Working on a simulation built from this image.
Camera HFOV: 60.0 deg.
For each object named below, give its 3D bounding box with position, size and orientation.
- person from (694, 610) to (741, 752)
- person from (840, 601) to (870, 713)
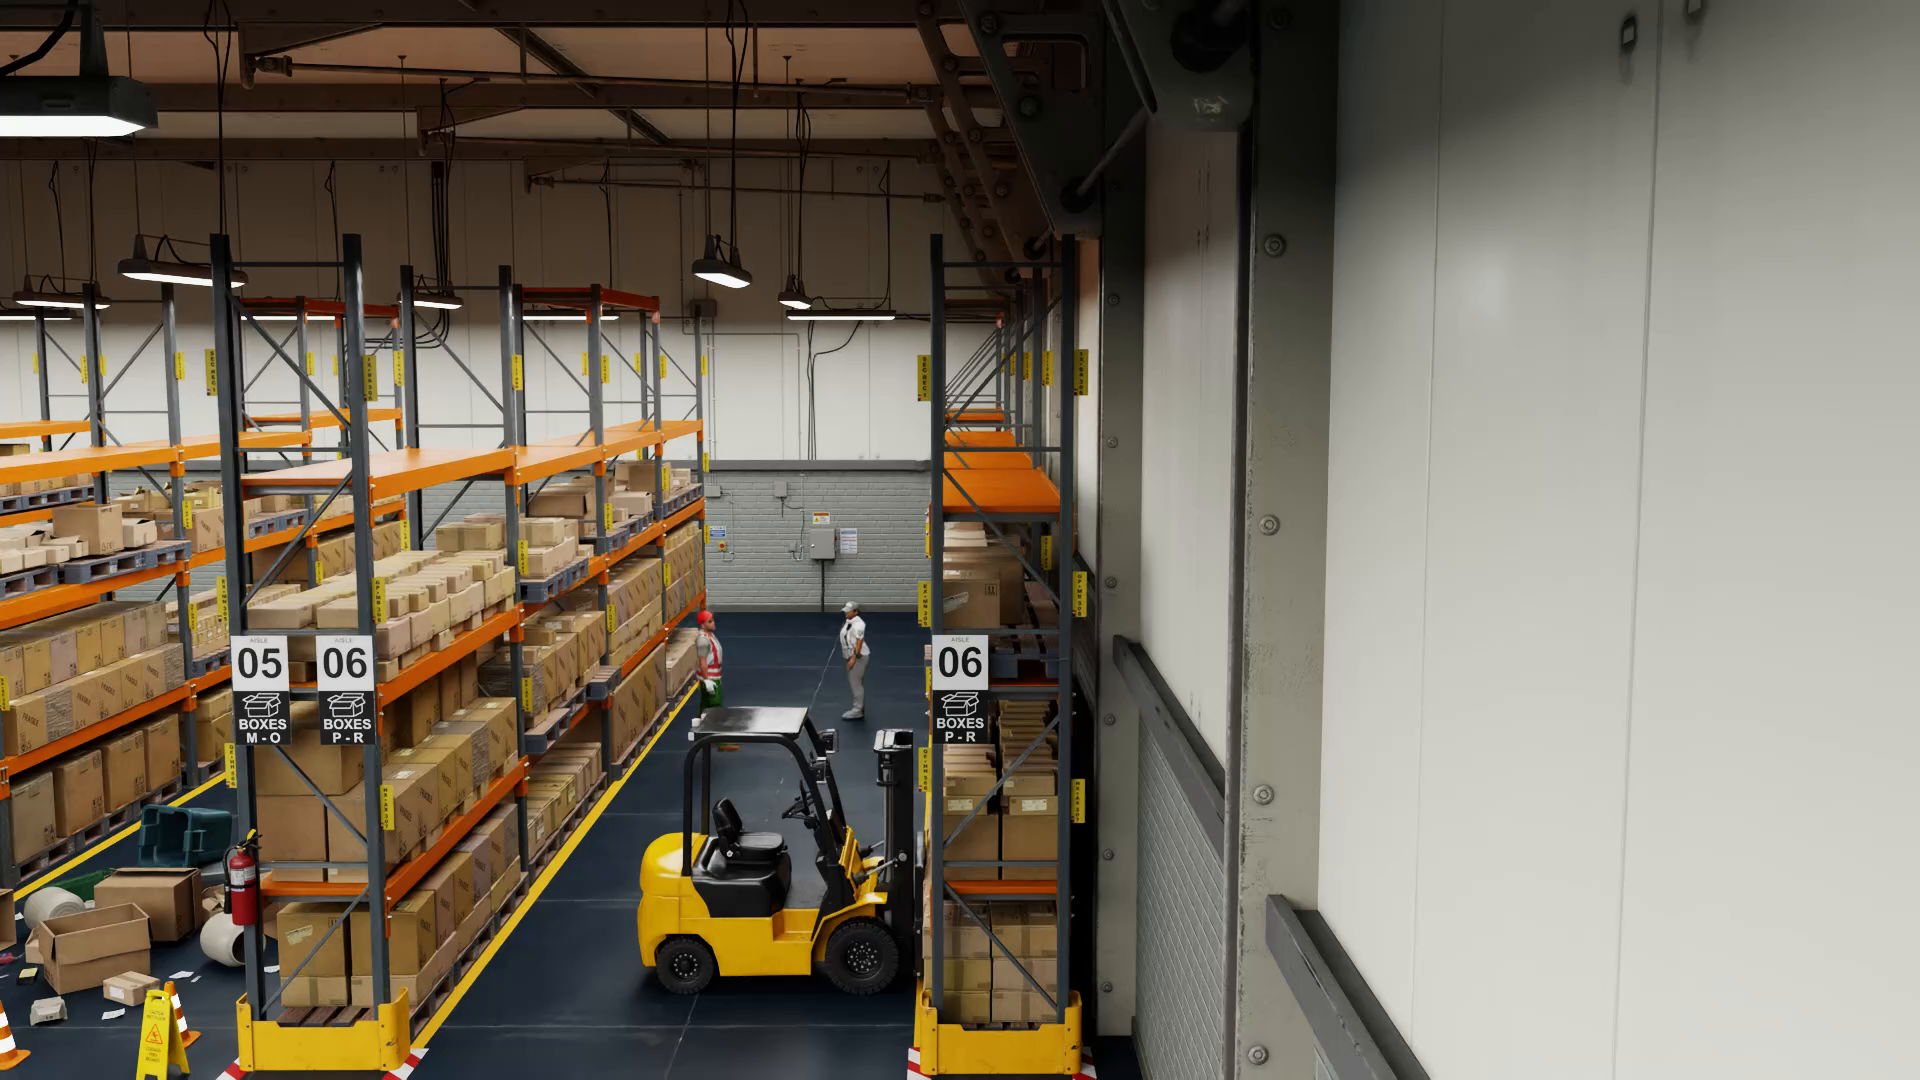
[{"bbox_3d":[-3.102,1.785,21.230,0.559,1.783,0.611,-1,6,-11],"label":"person"},{"bbox_3d":[-1.507,1.670,23.822,0.409,1.603,0.498,-2,7,-19],"label":"person"}]
